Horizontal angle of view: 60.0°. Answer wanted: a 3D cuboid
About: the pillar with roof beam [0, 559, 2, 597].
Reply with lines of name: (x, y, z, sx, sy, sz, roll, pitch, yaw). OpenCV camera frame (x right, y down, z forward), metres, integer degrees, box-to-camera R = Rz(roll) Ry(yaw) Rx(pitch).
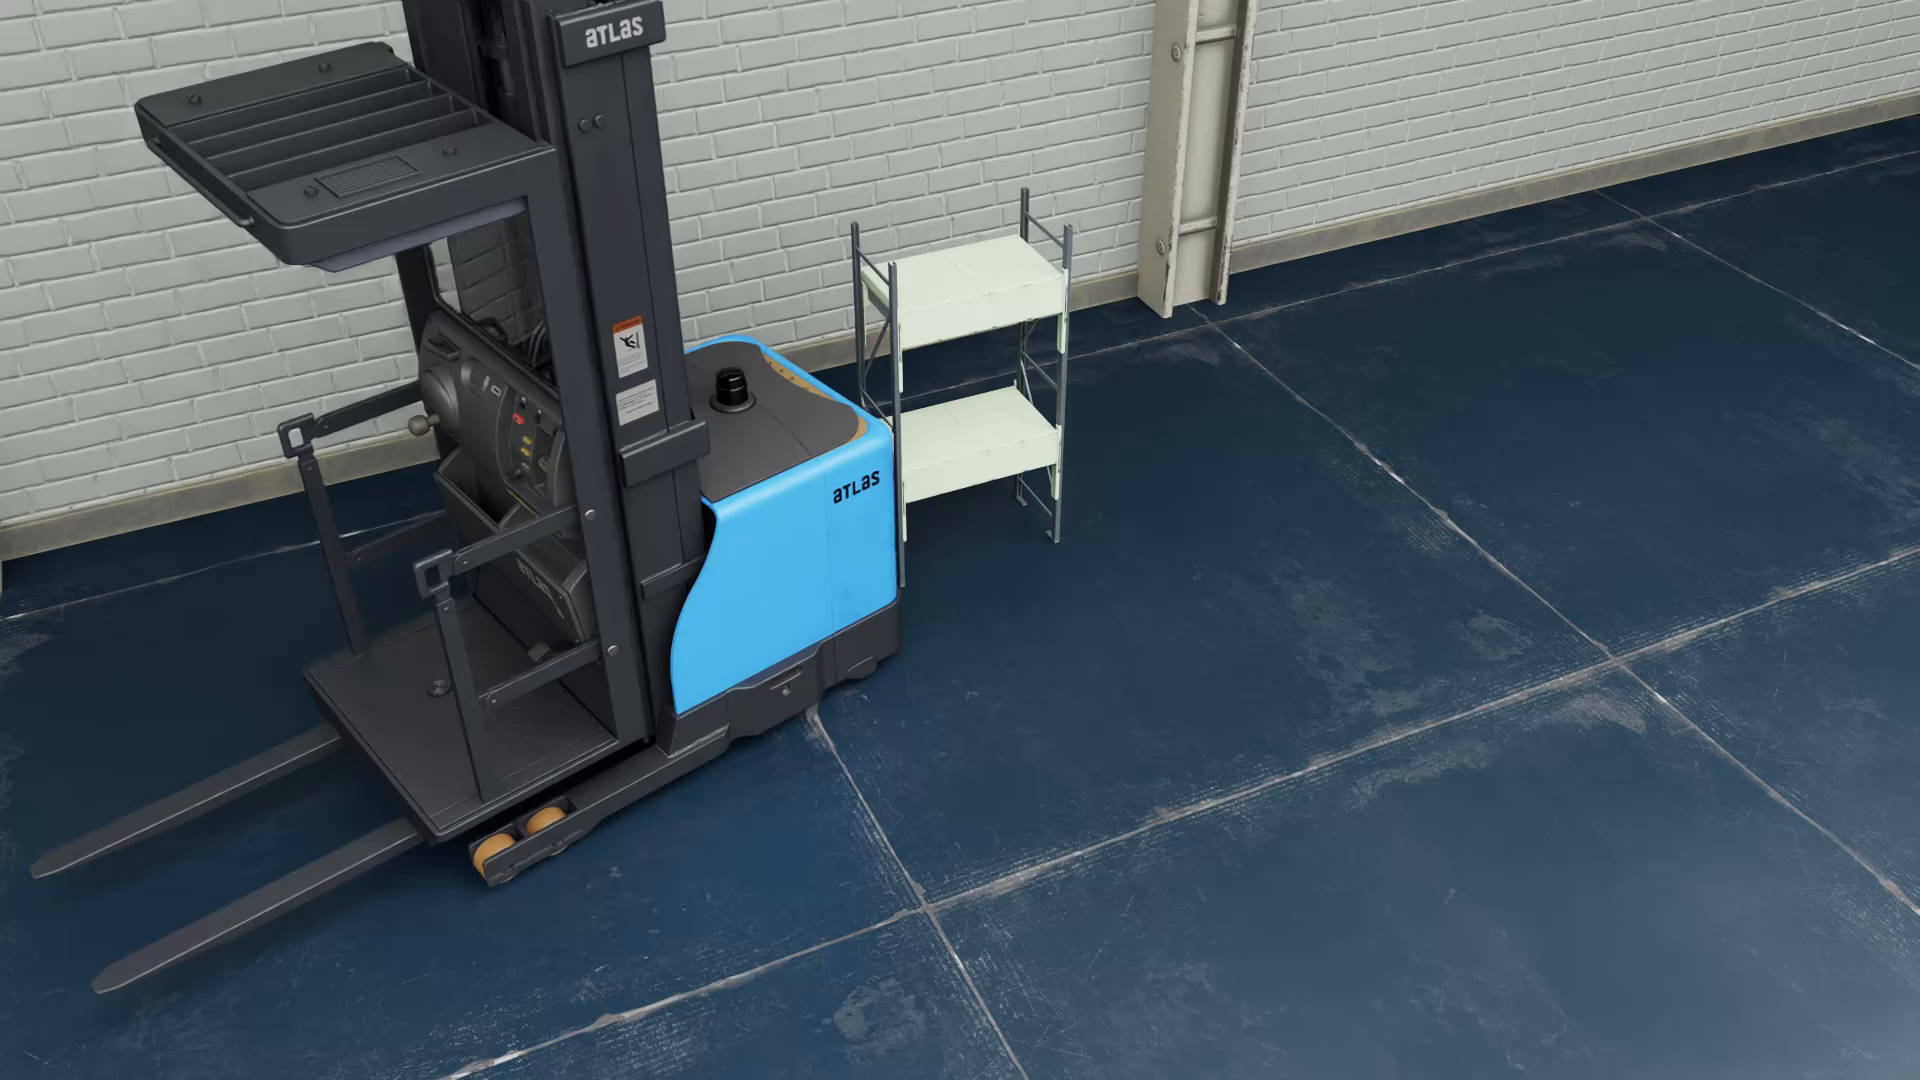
pillar with roof beam: (-2.408, -1.086, 1.161, 0.400, 9.000, 9.100, -16, 39, -20)

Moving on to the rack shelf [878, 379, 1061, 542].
rack shelf: (0.006, -0.342, 7.000, 0.720, 0.370, 0.431, -16, 39, -20)

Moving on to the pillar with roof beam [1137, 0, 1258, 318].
pillar with roof beam: (3.024, -2.605, 3.208, 0.400, 9.000, 9.100, -16, 39, -20)

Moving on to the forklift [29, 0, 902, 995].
forklift: (-1.677, -0.363, 5.279, 3.031, 2.935, 1.130, -27, 44, -32)

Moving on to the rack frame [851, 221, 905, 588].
rack frame: (-0.325, -0.511, 6.681, 0.023, 1.500, 0.400, -16, 39, -20)

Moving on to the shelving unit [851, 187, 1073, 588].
shelving unit: (0.006, -0.604, 6.805, 0.755, 1.500, 0.431, -16, 39, -20)

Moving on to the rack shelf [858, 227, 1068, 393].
rack shelf: (0.006, -0.918, 6.573, 0.720, 0.370, 0.431, -16, 39, -20)

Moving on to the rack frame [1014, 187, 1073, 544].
rack frame: (0.337, -0.697, 6.930, 0.023, 1.500, 0.400, -16, 39, -20)
